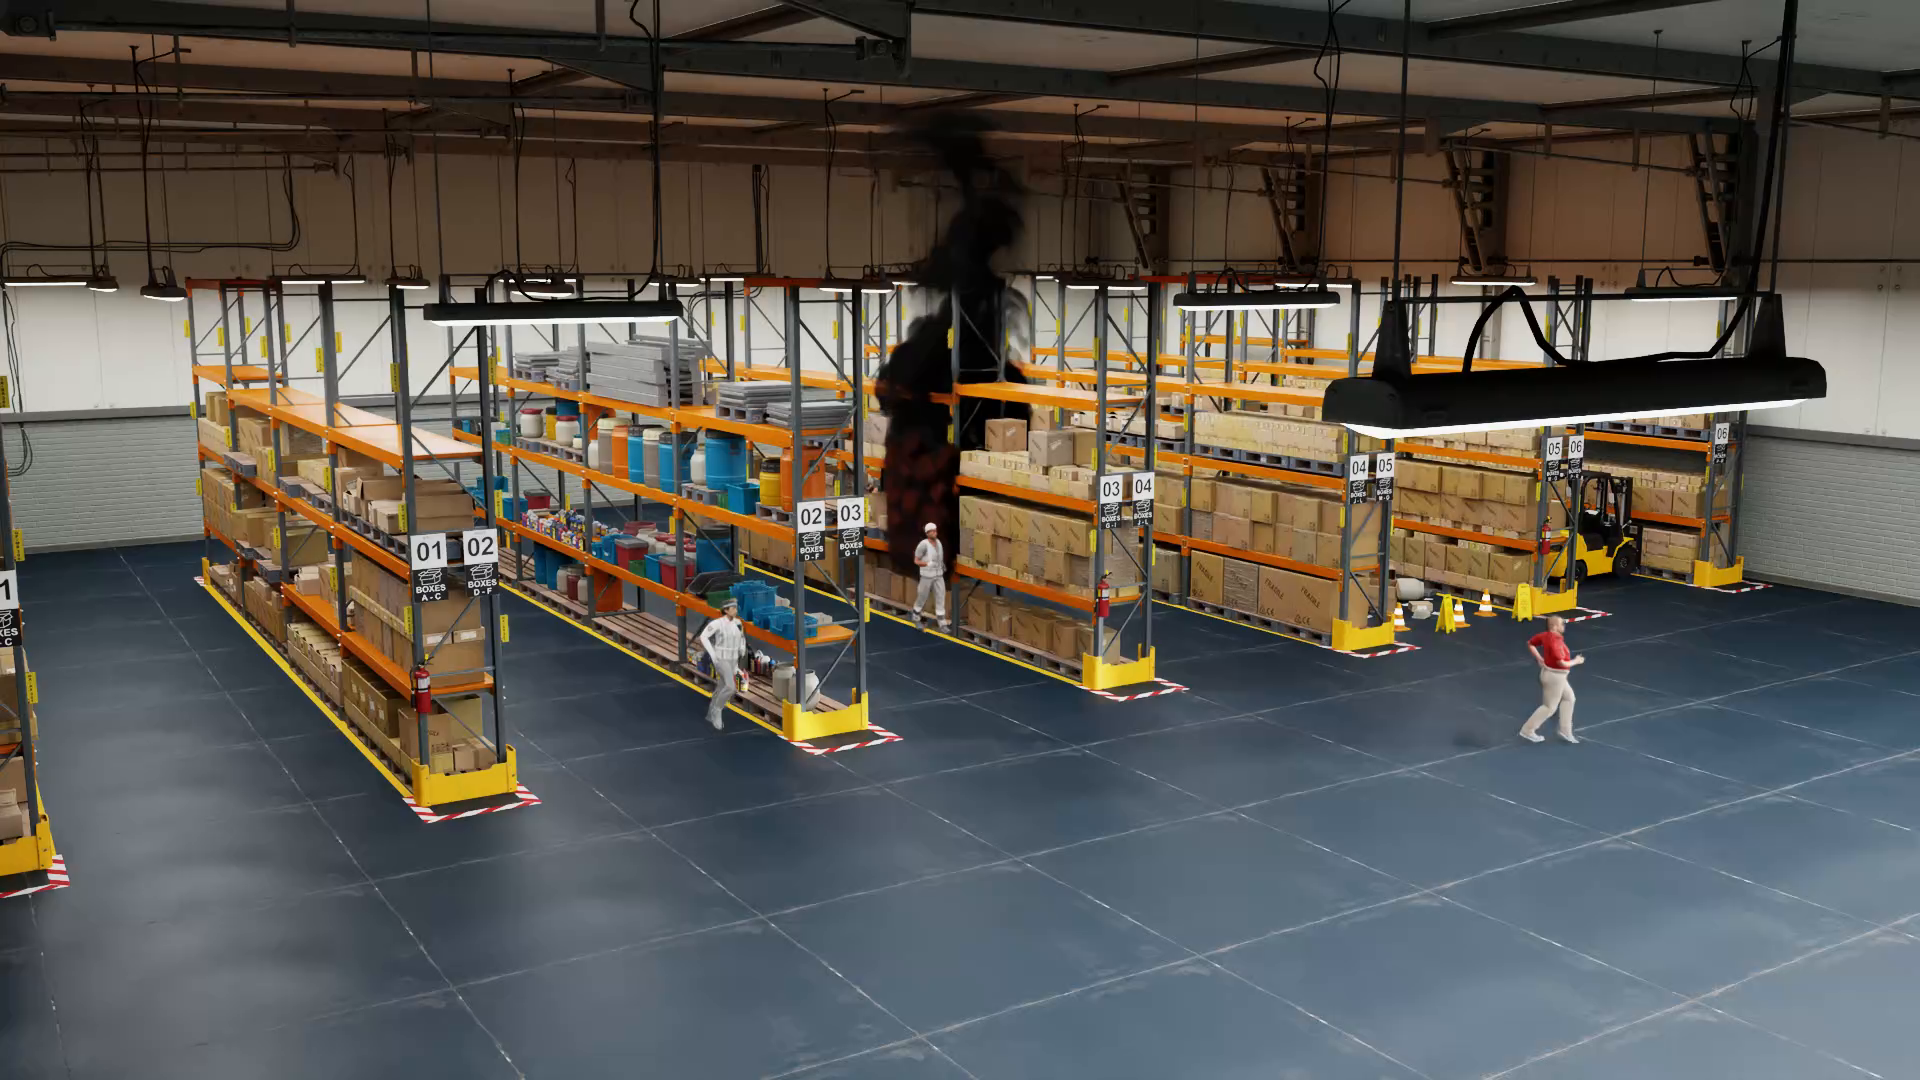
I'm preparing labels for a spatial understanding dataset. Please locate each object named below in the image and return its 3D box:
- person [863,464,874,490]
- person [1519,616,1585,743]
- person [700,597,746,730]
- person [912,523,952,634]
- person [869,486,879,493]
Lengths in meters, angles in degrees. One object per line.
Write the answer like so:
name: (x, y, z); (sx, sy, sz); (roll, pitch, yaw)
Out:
person: (-2.310, -0.953, 38.281); (0.660, 1.823, 0.862); (-5, 11, -28)
person: (7.807, 1.864, 21.910); (0.822, 1.776, 0.670); (1, 10, 6)
person: (-3.029, 1.606, 21.840); (0.549, 1.713, 0.588); (7, 12, 36)
person: (-0.460, 0.624, 27.080); (0.641, 1.823, 0.942); (-8, 12, -39)
person: (-1.782, -0.334, 34.723); (0.565, 1.602, 0.970); (-7, 12, -36)
